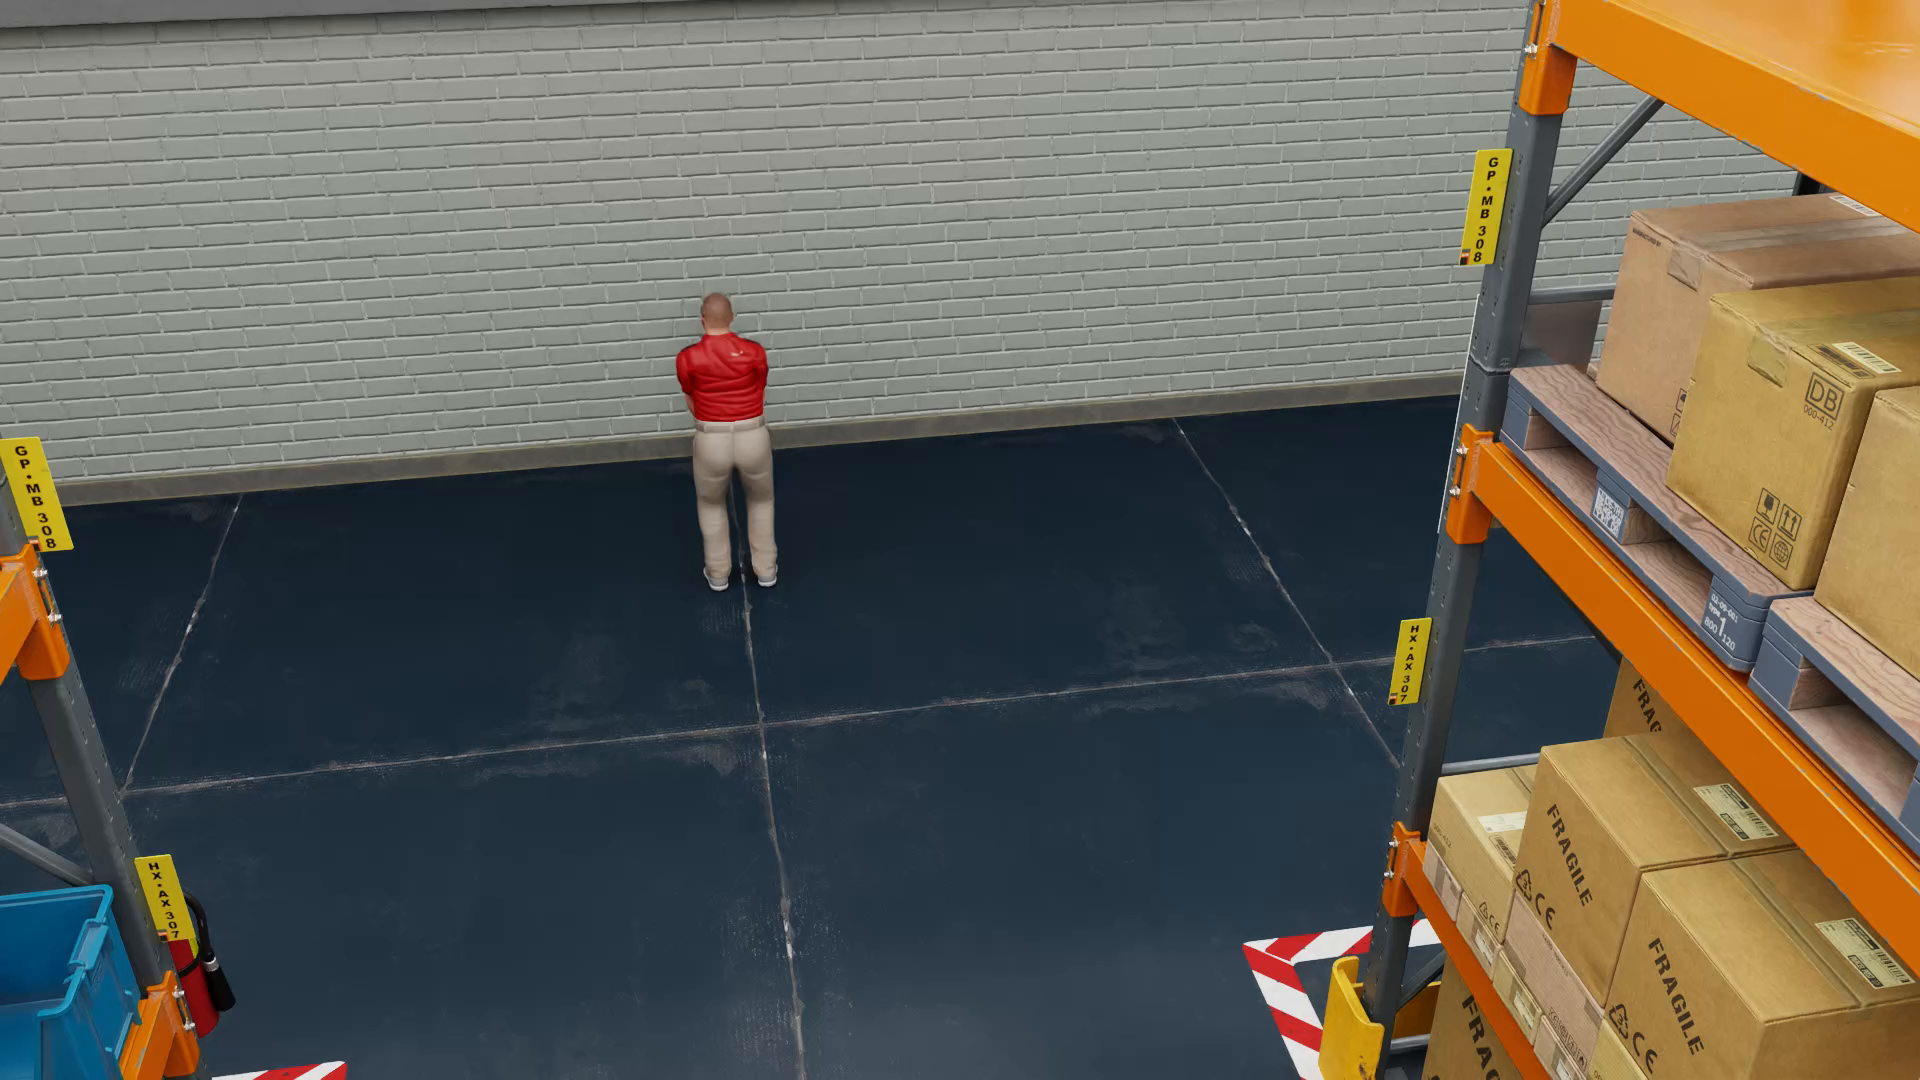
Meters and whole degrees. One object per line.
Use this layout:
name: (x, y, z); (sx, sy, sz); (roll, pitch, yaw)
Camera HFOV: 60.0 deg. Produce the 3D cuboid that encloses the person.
person: (-1.275, -0.557, 9.112); (0.488, 1.724, 0.557); (-6, 31, -10)
